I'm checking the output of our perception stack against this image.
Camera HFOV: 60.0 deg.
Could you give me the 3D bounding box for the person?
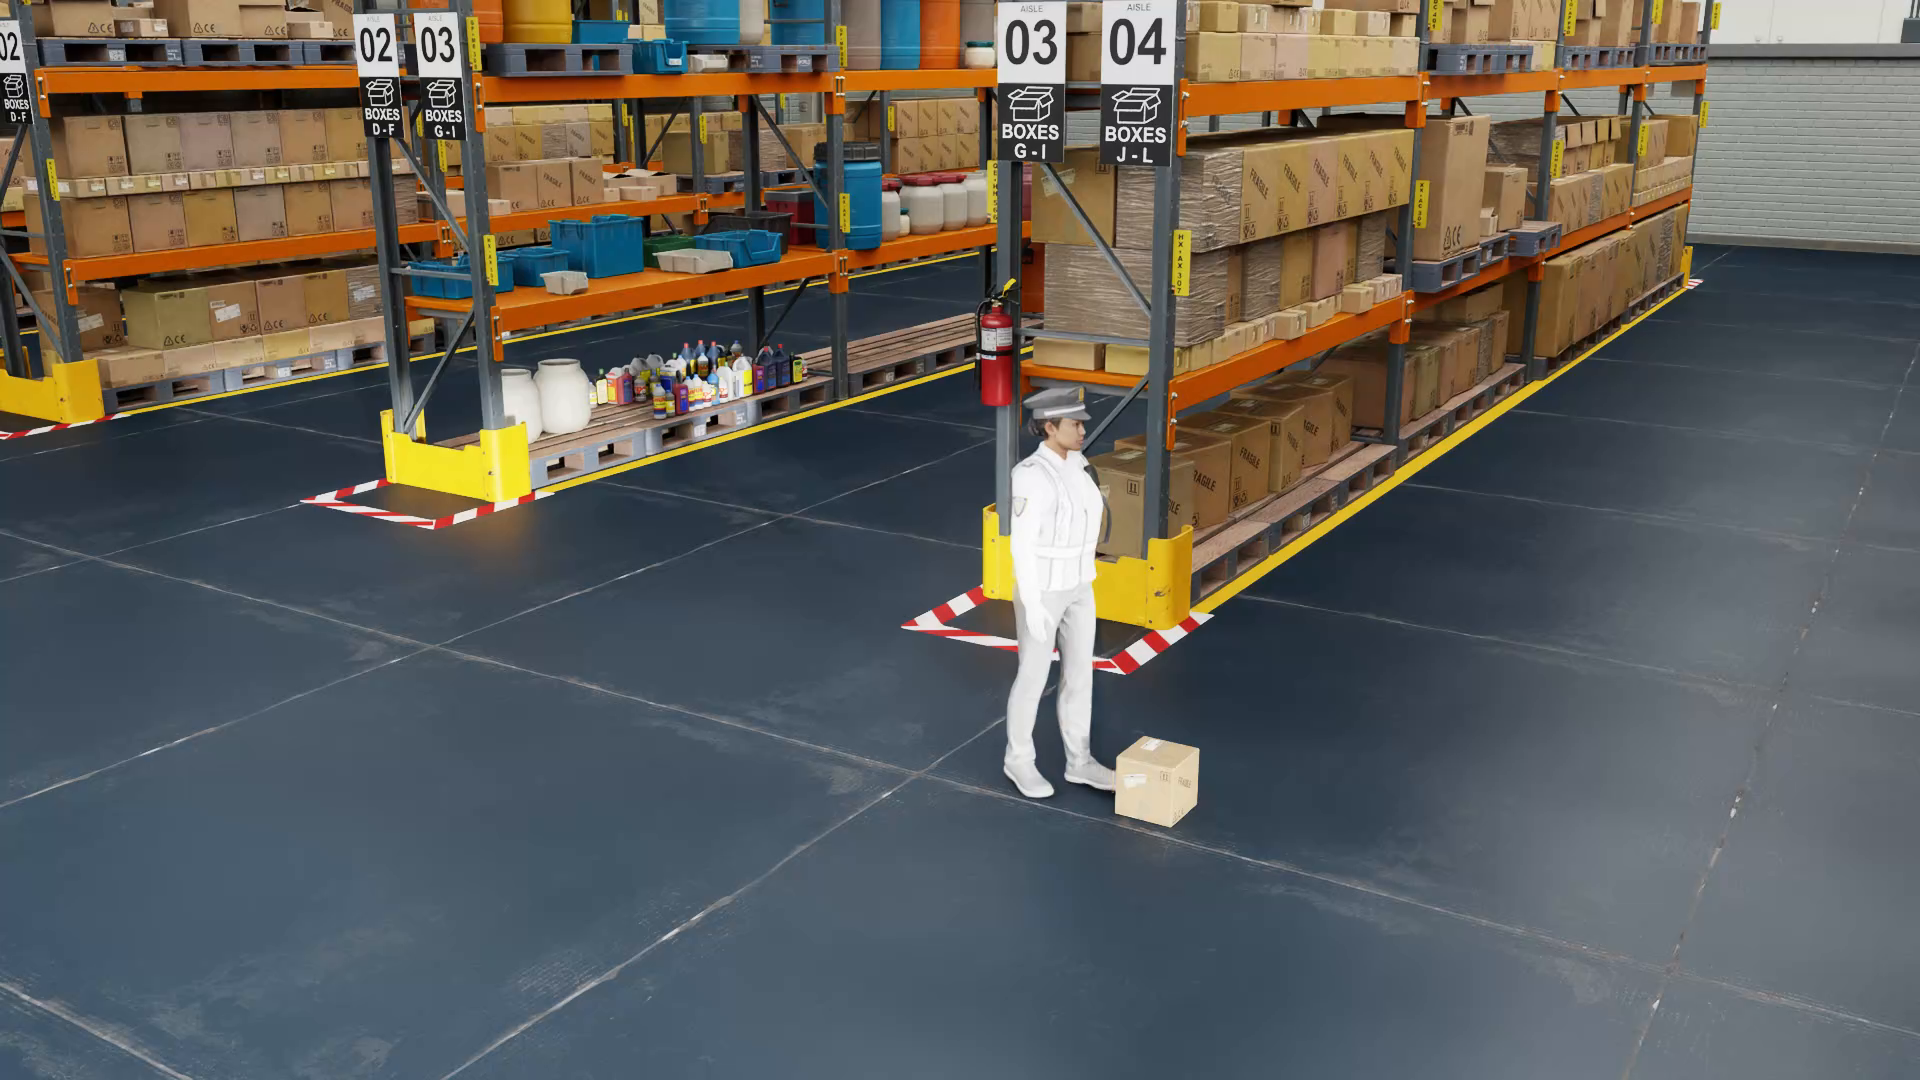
[{"bbox_3d":[0.425,0.220,6.699,0.500,1.692,0.534,13,21,38],"label":"person"}]
